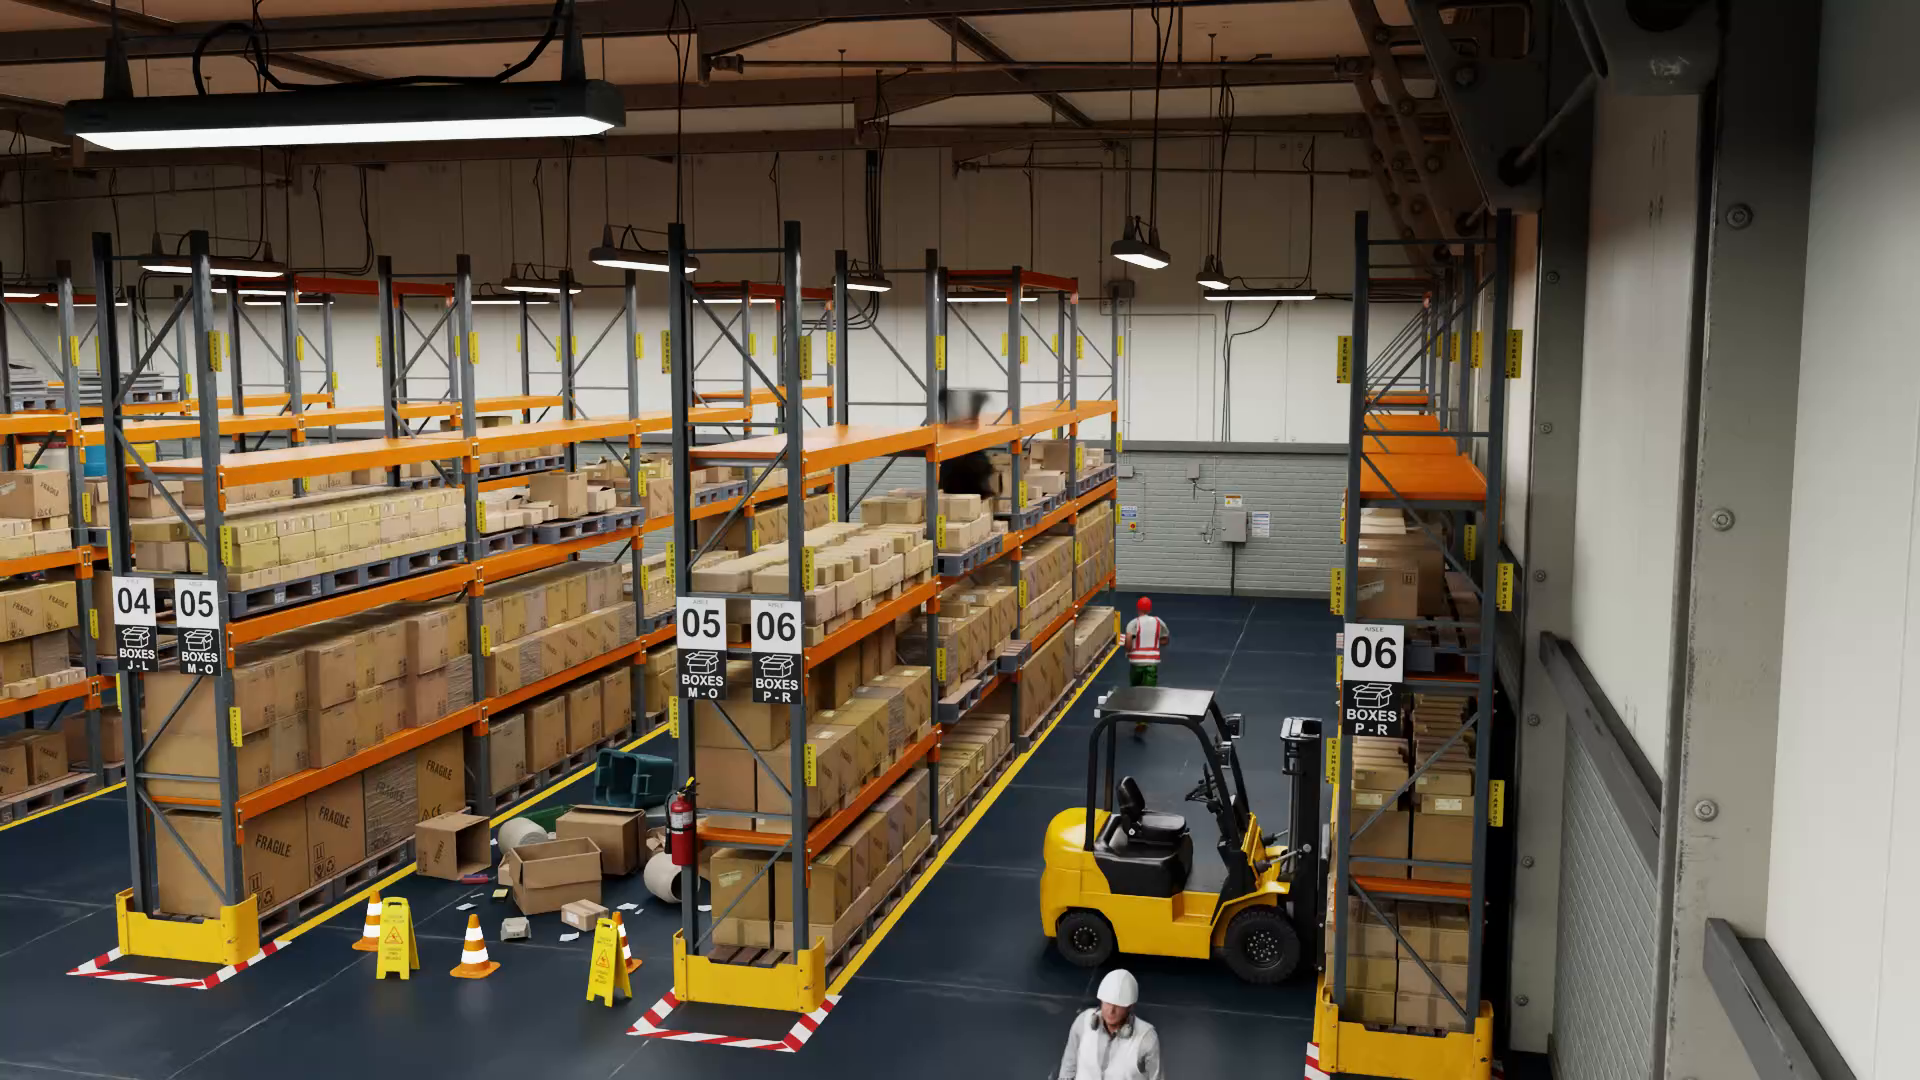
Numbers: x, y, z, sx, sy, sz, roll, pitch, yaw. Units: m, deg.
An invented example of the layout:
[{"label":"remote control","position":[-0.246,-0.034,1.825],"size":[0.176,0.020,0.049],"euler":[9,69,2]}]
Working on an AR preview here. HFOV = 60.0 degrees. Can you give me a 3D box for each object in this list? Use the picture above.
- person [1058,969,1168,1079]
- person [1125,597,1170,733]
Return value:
[{"label":"person","position":[0.843,3.177,9.404],"size":[0.778,1.715,0.725],"euler":[3,8,22]},{"label":"person","position":[2.453,1.636,21.742],"size":[0.624,1.750,0.864],"euler":[0,7,0]}]
